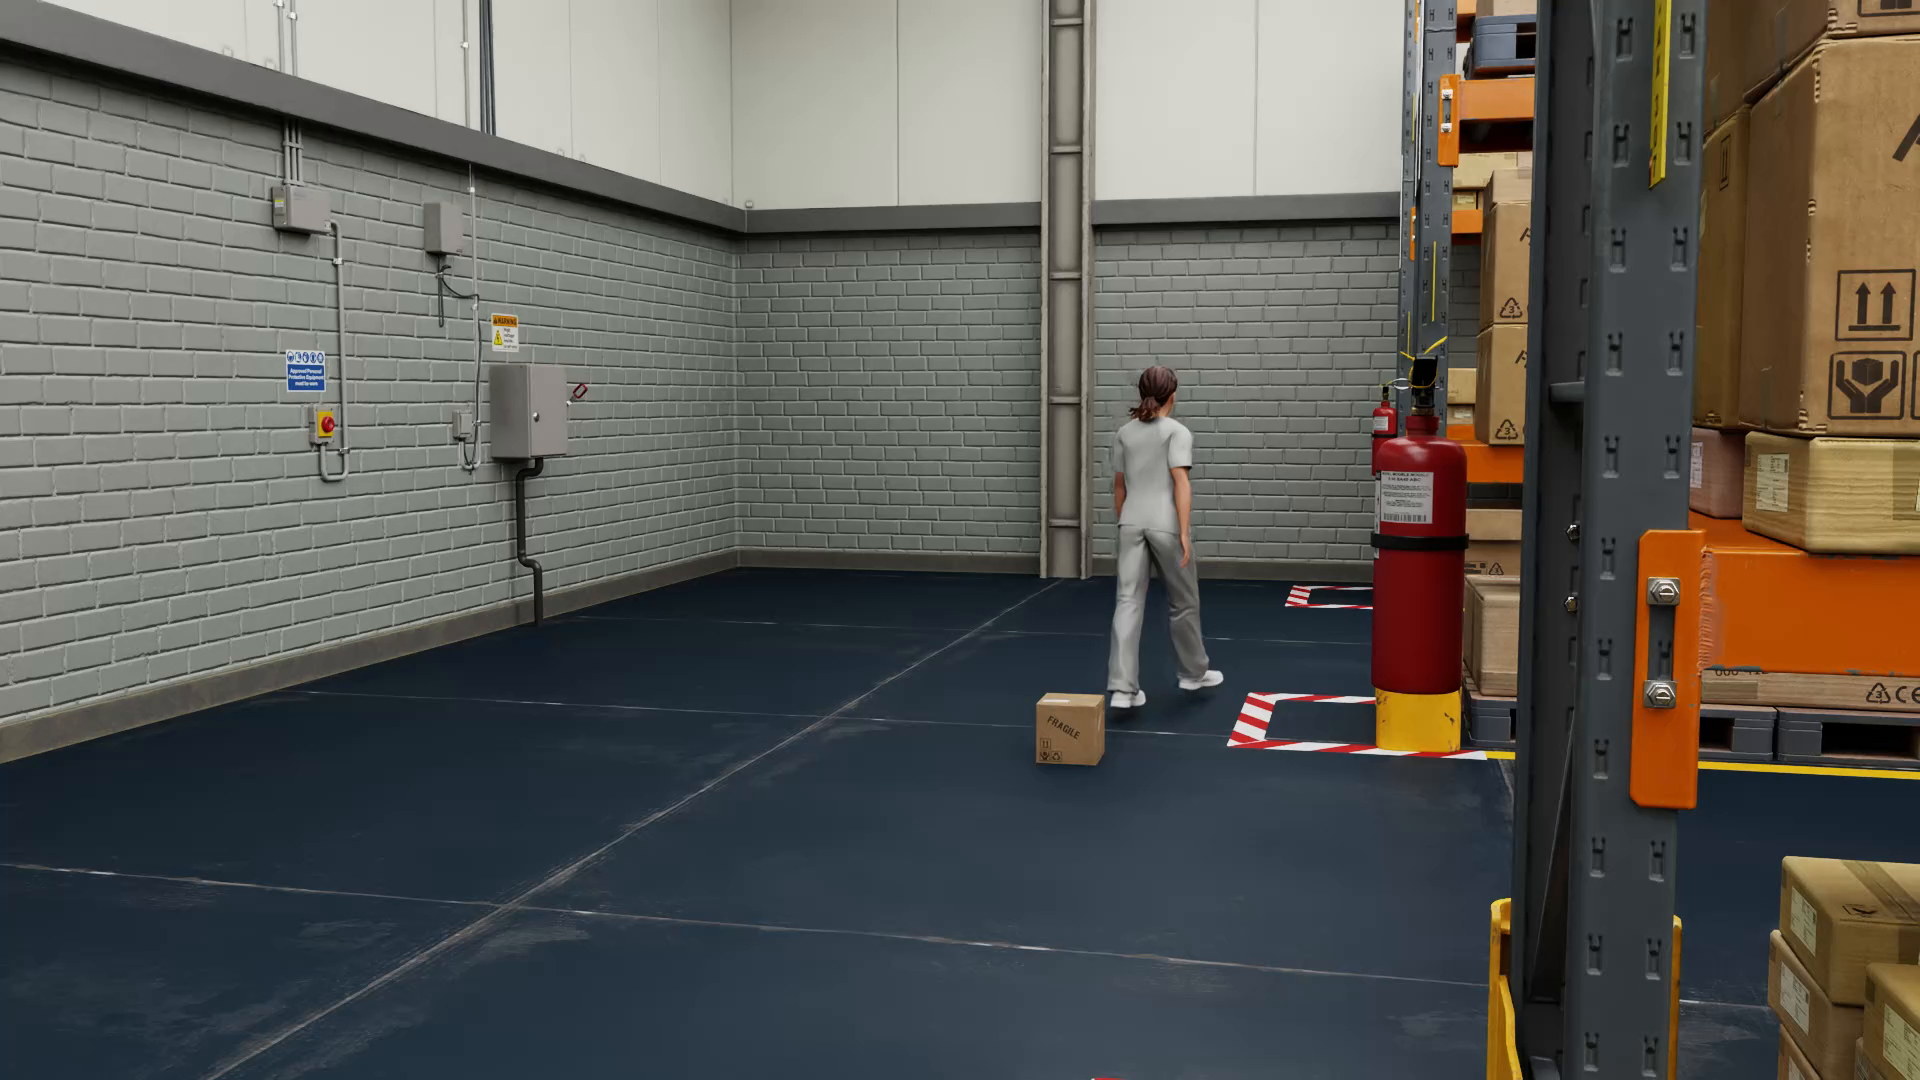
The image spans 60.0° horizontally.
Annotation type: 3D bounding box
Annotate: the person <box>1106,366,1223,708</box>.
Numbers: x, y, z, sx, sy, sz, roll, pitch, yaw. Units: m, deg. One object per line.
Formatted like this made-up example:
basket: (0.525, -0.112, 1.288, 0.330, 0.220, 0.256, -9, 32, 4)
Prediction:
person: (0.963, -0.036, 8.060, 0.477, 1.610, 0.975, 3, 6, 29)
